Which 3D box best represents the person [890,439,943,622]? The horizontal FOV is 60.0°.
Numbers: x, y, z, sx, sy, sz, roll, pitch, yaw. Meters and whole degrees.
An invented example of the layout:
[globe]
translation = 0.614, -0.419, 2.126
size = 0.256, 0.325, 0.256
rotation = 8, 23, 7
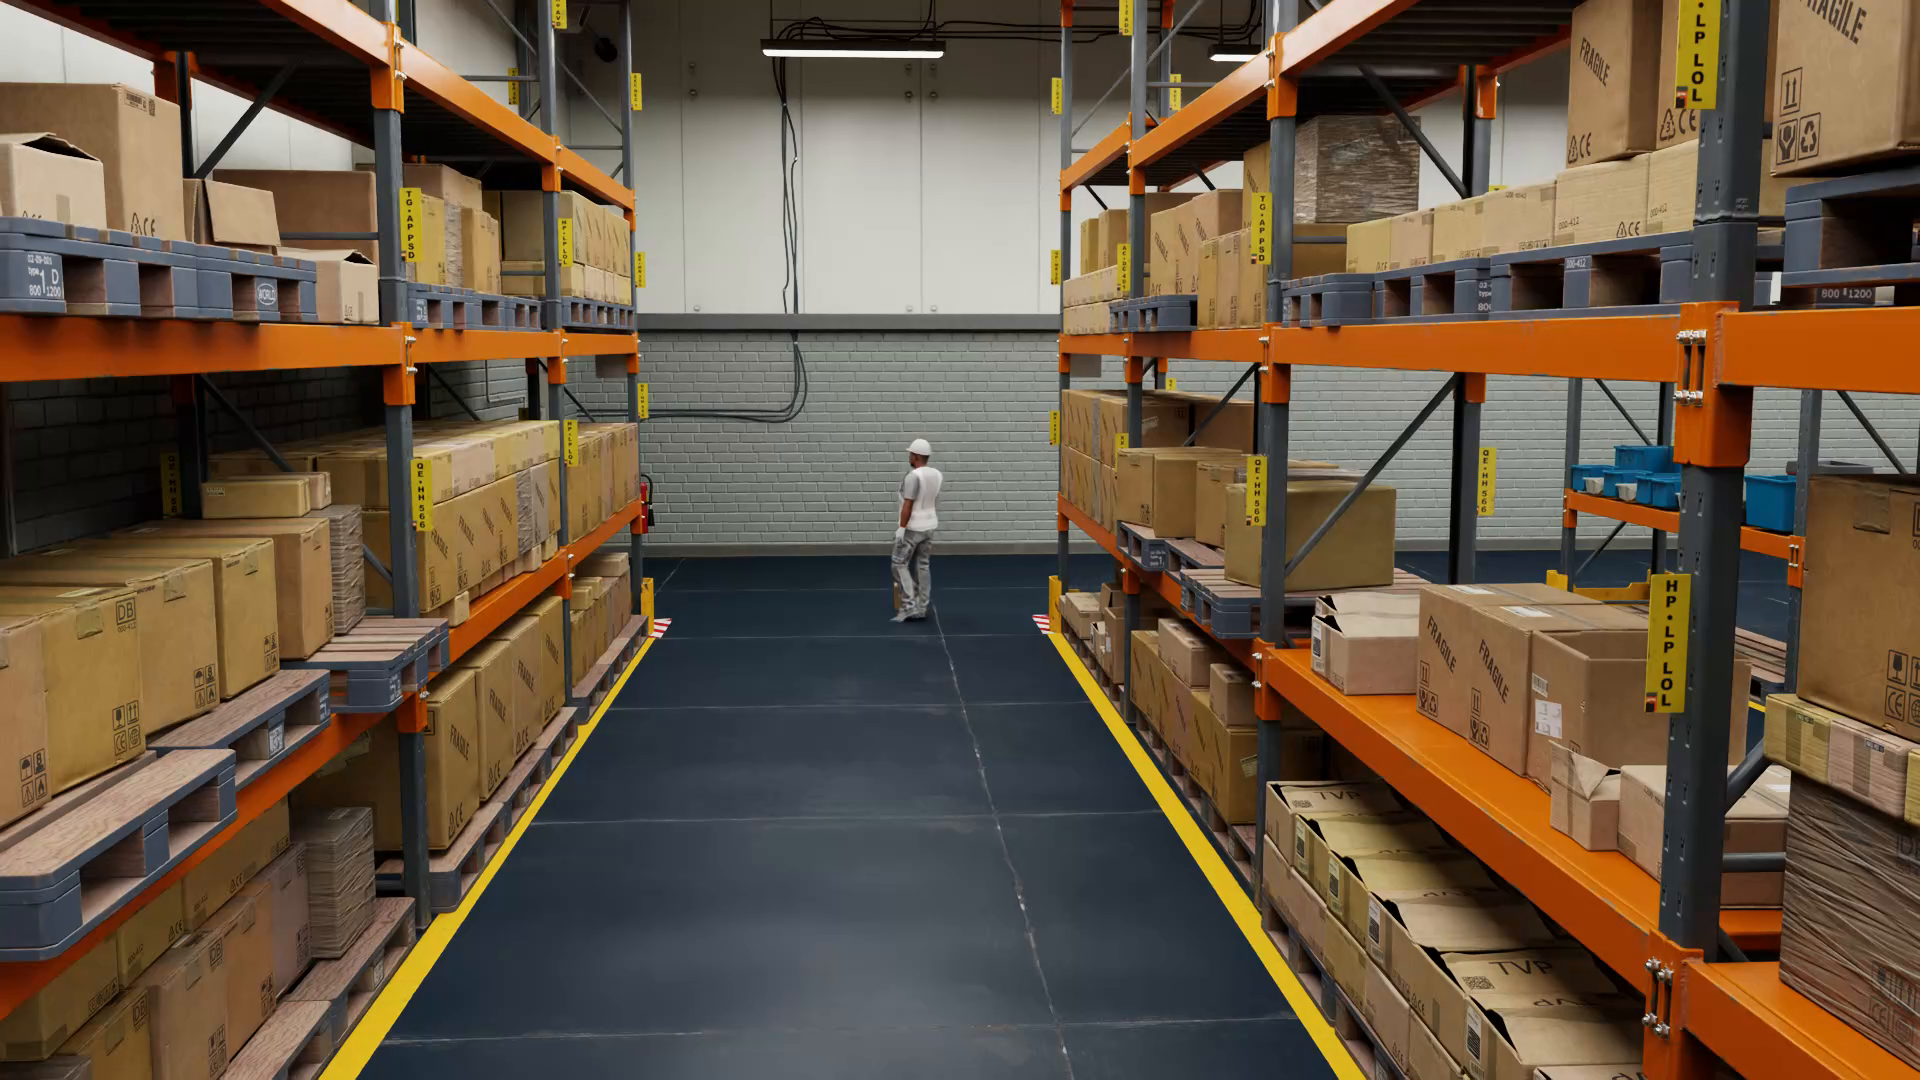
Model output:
[person]
translation = -0.443, -0.091, 16.517
size = 0.409, 1.825, 0.577
rotation = 5, 8, 34
